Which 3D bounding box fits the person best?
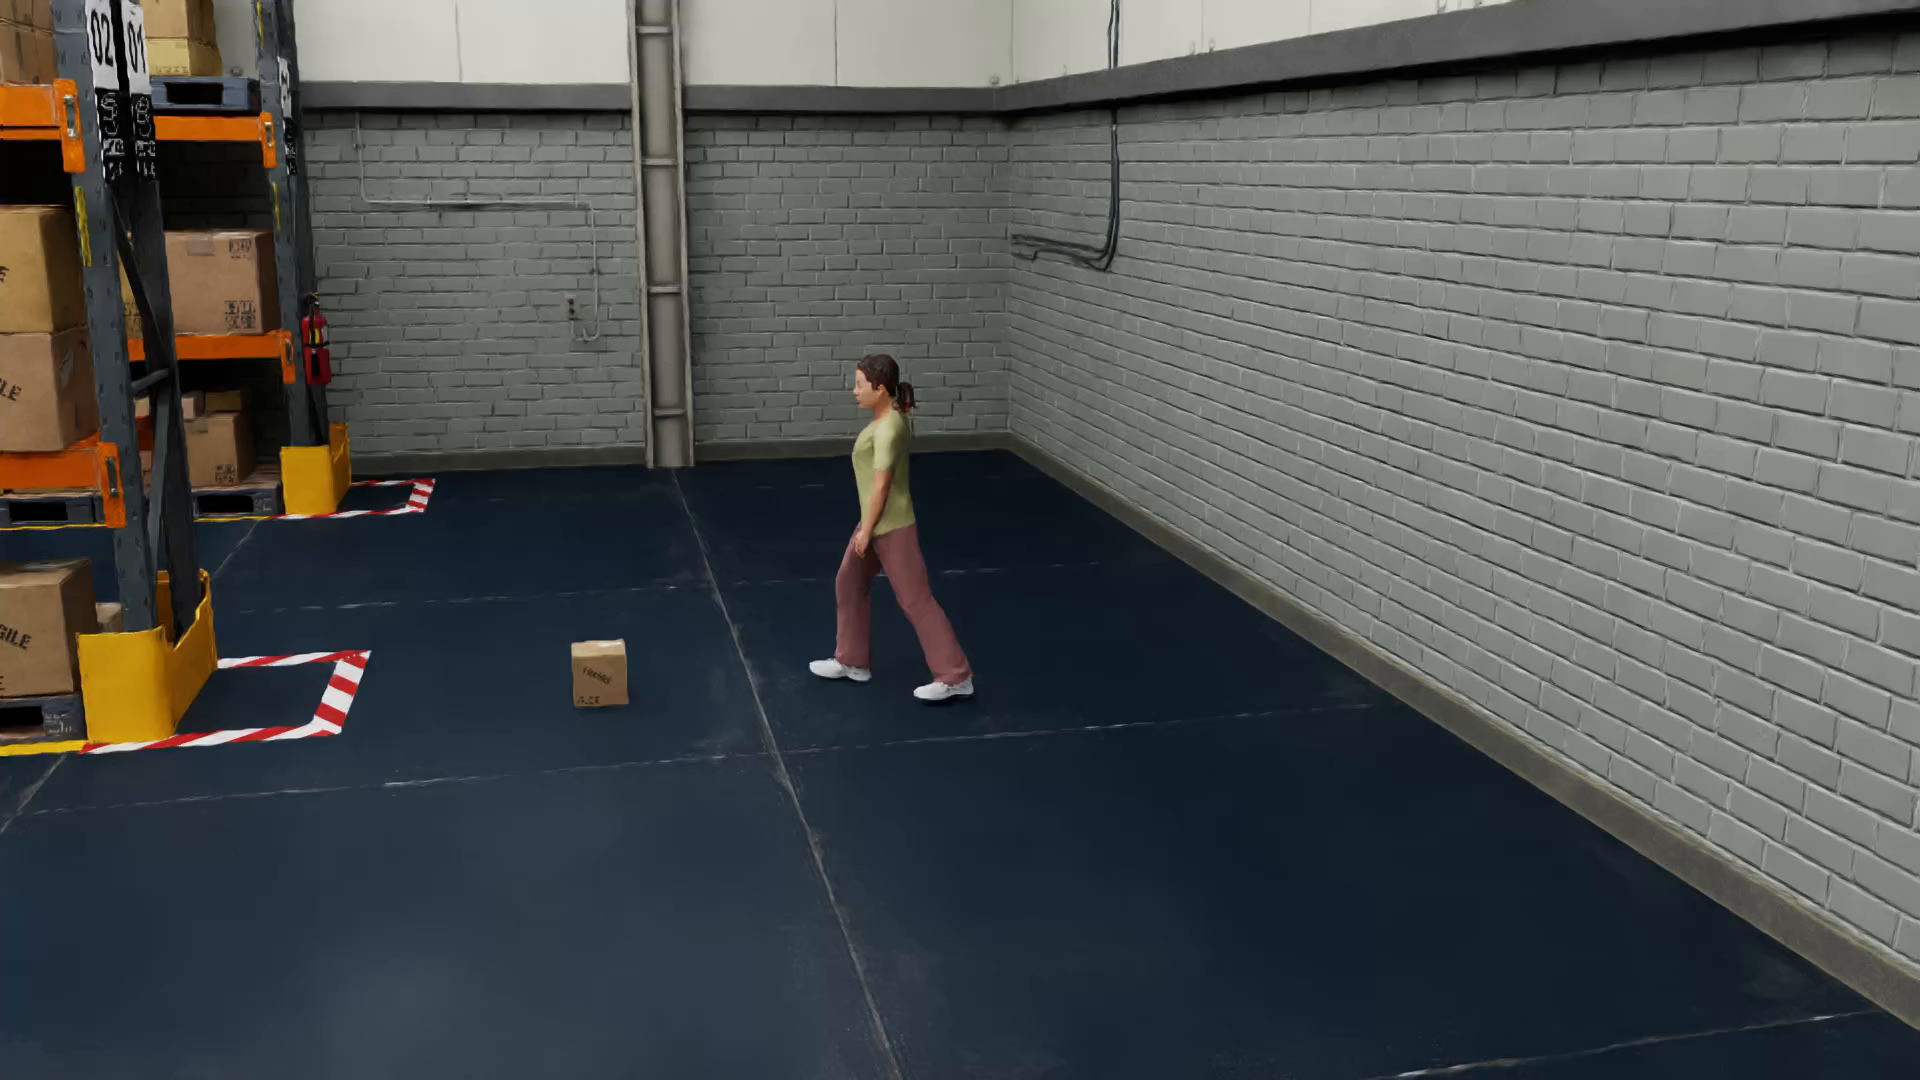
[{"bbox_3d":[-0.334,-0.046,7.856,0.788,1.580,0.534,-1,13,-4],"label":"person"}]
